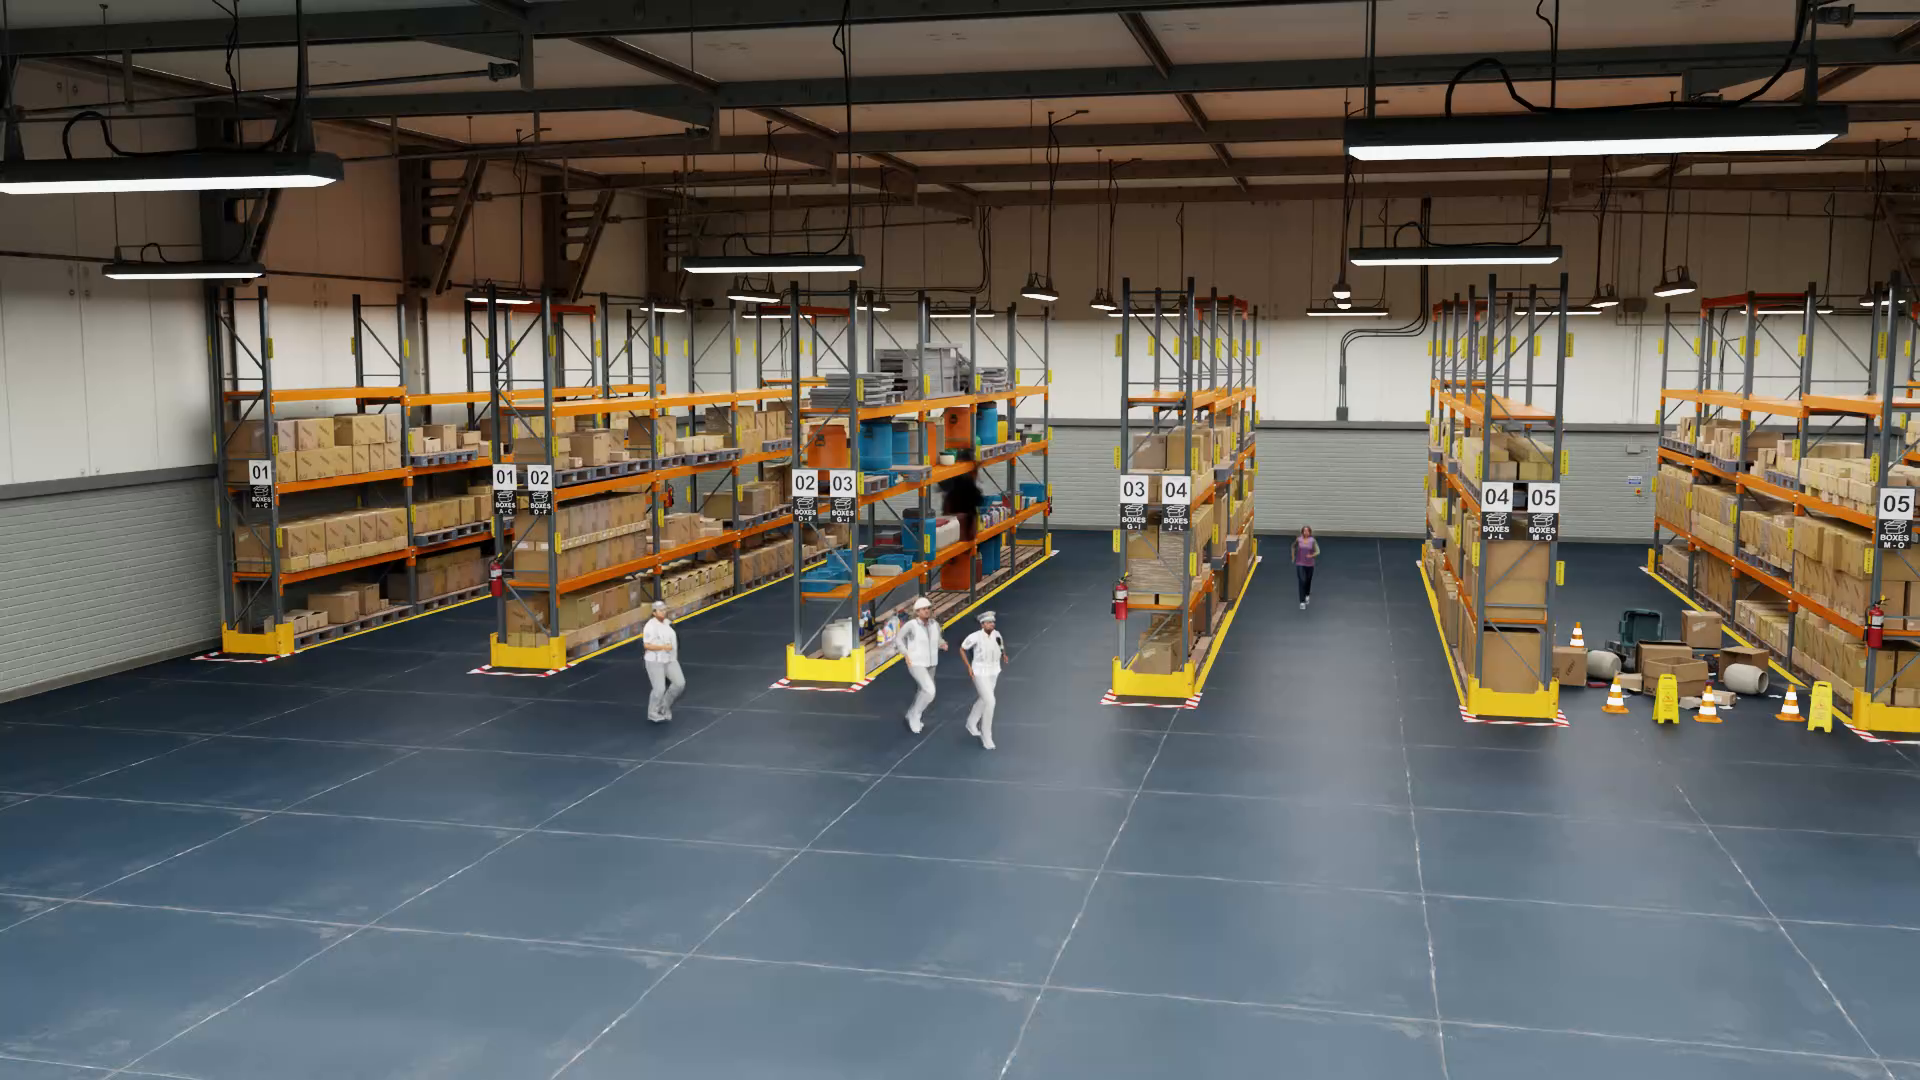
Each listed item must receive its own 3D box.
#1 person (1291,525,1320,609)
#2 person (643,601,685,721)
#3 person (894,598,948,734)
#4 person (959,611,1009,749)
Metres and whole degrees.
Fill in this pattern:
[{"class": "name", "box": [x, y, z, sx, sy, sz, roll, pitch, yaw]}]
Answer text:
[{"class": "person", "box": [6.680, 0.500, 32.184, 0.547, 1.597, 0.817, 1, 7, 9]}, {"class": "person", "box": [-3.953, 1.636, 22.271, 0.590, 1.647, 0.589, 5, 8, 38]}, {"class": "person", "box": [-0.456, 1.642, 21.772, 0.633, 1.779, 0.693, -6, 9, -42]}, {"class": "person", "box": [0.316, 1.744, 21.142, 0.571, 1.754, 0.769, -6, 9, -40]}]
